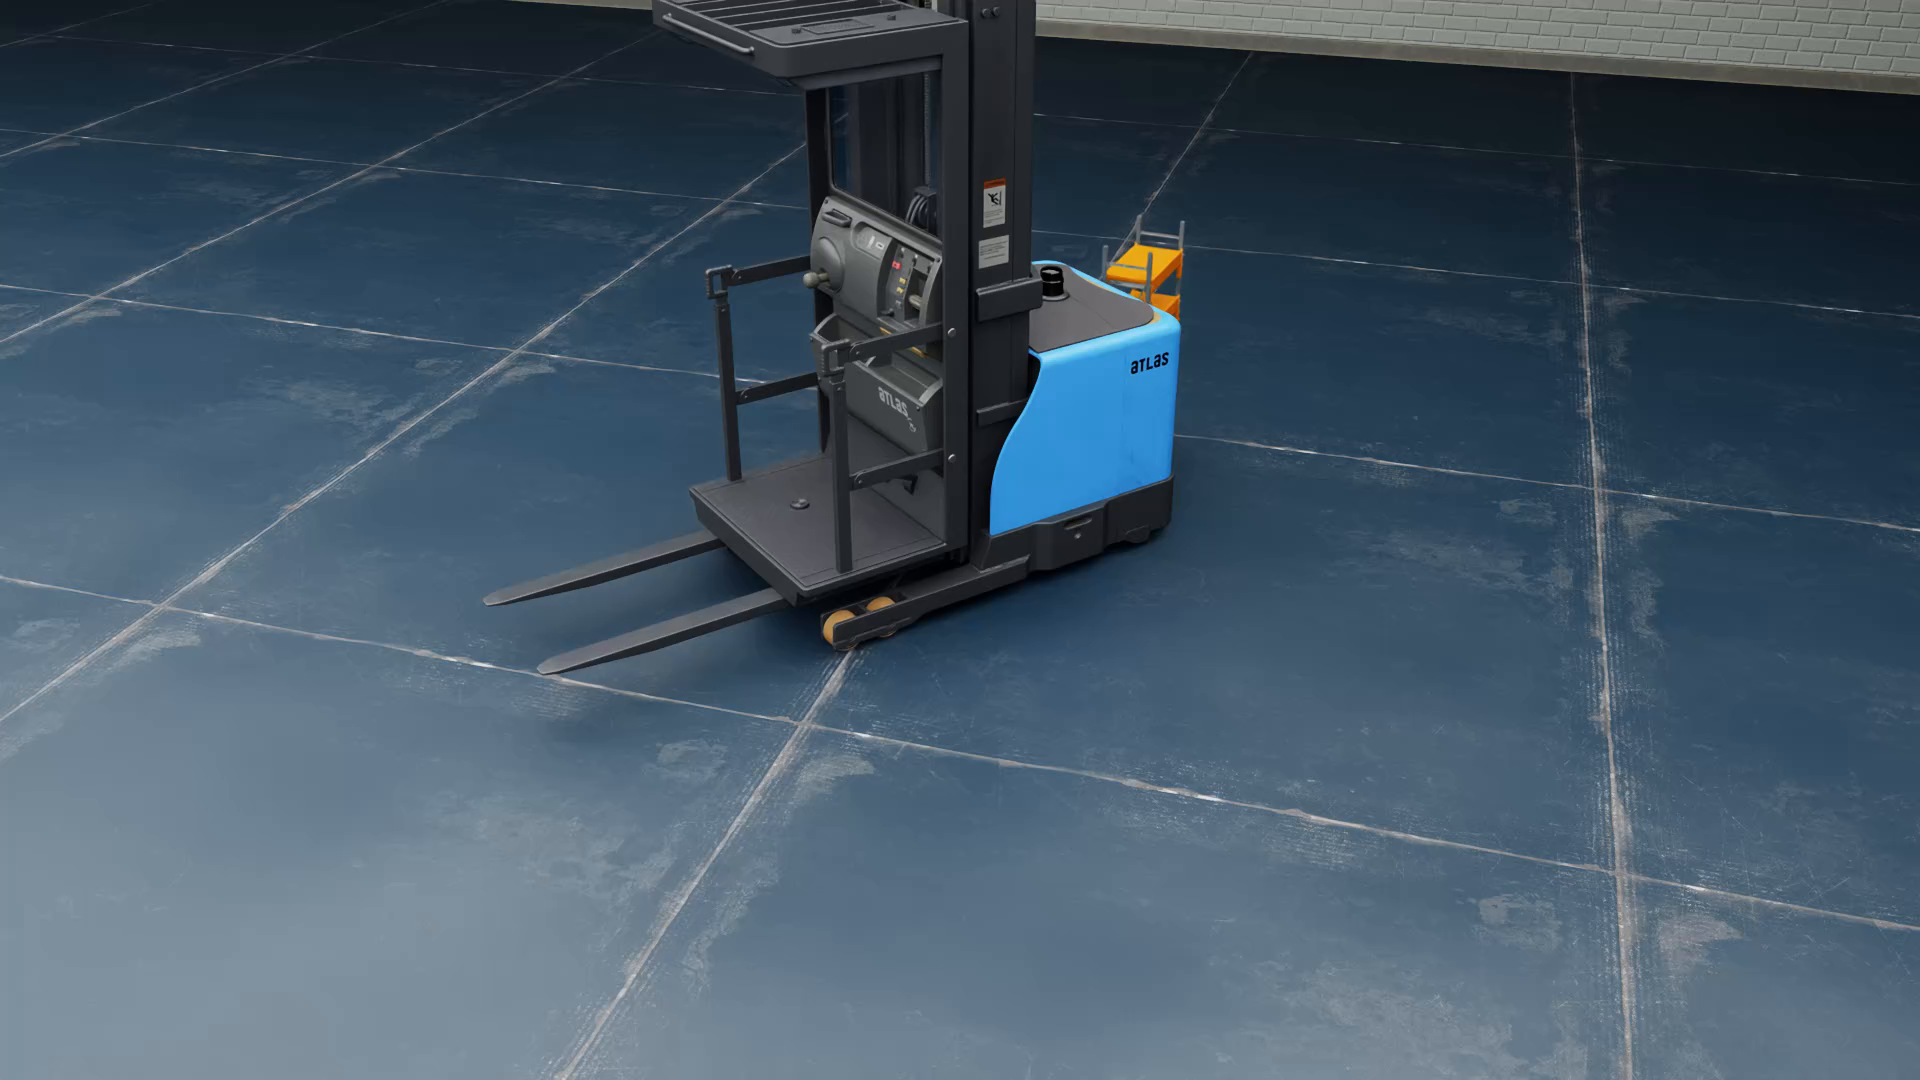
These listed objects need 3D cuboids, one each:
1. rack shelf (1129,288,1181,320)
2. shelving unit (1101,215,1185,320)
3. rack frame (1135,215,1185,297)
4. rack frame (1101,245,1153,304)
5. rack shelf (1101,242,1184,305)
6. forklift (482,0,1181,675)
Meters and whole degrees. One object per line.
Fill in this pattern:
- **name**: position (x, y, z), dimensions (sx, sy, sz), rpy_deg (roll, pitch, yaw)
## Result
- **rack shelf**: position (0.878, -1.068, 8.114), dimensions (0.258, 0.148, 0.480), rpy_deg (12, 31, 21)
- **shelving unit**: position (0.878, -0.932, 8.190), dimensions (0.258, 1.200, 0.503), rpy_deg (12, 31, 21)
- **rack frame**: position (0.978, -1.040, 8.385), dimensions (0.240, 1.200, 0.015), rpy_deg (12, 31, 21)
- **rack frame**: position (0.778, -0.823, 7.996), dimensions (0.240, 1.200, 0.015), rpy_deg (12, 31, 21)
- **rack shelf**: position (0.878, -1.275, 7.999), dimensions (0.258, 0.148, 0.480), rpy_deg (12, 31, 21)
- **forklift**: position (-0.524, -1.112, 6.734), dimensions (3.031, 2.935, 1.130), rpy_deg (-18, 34, -29)
